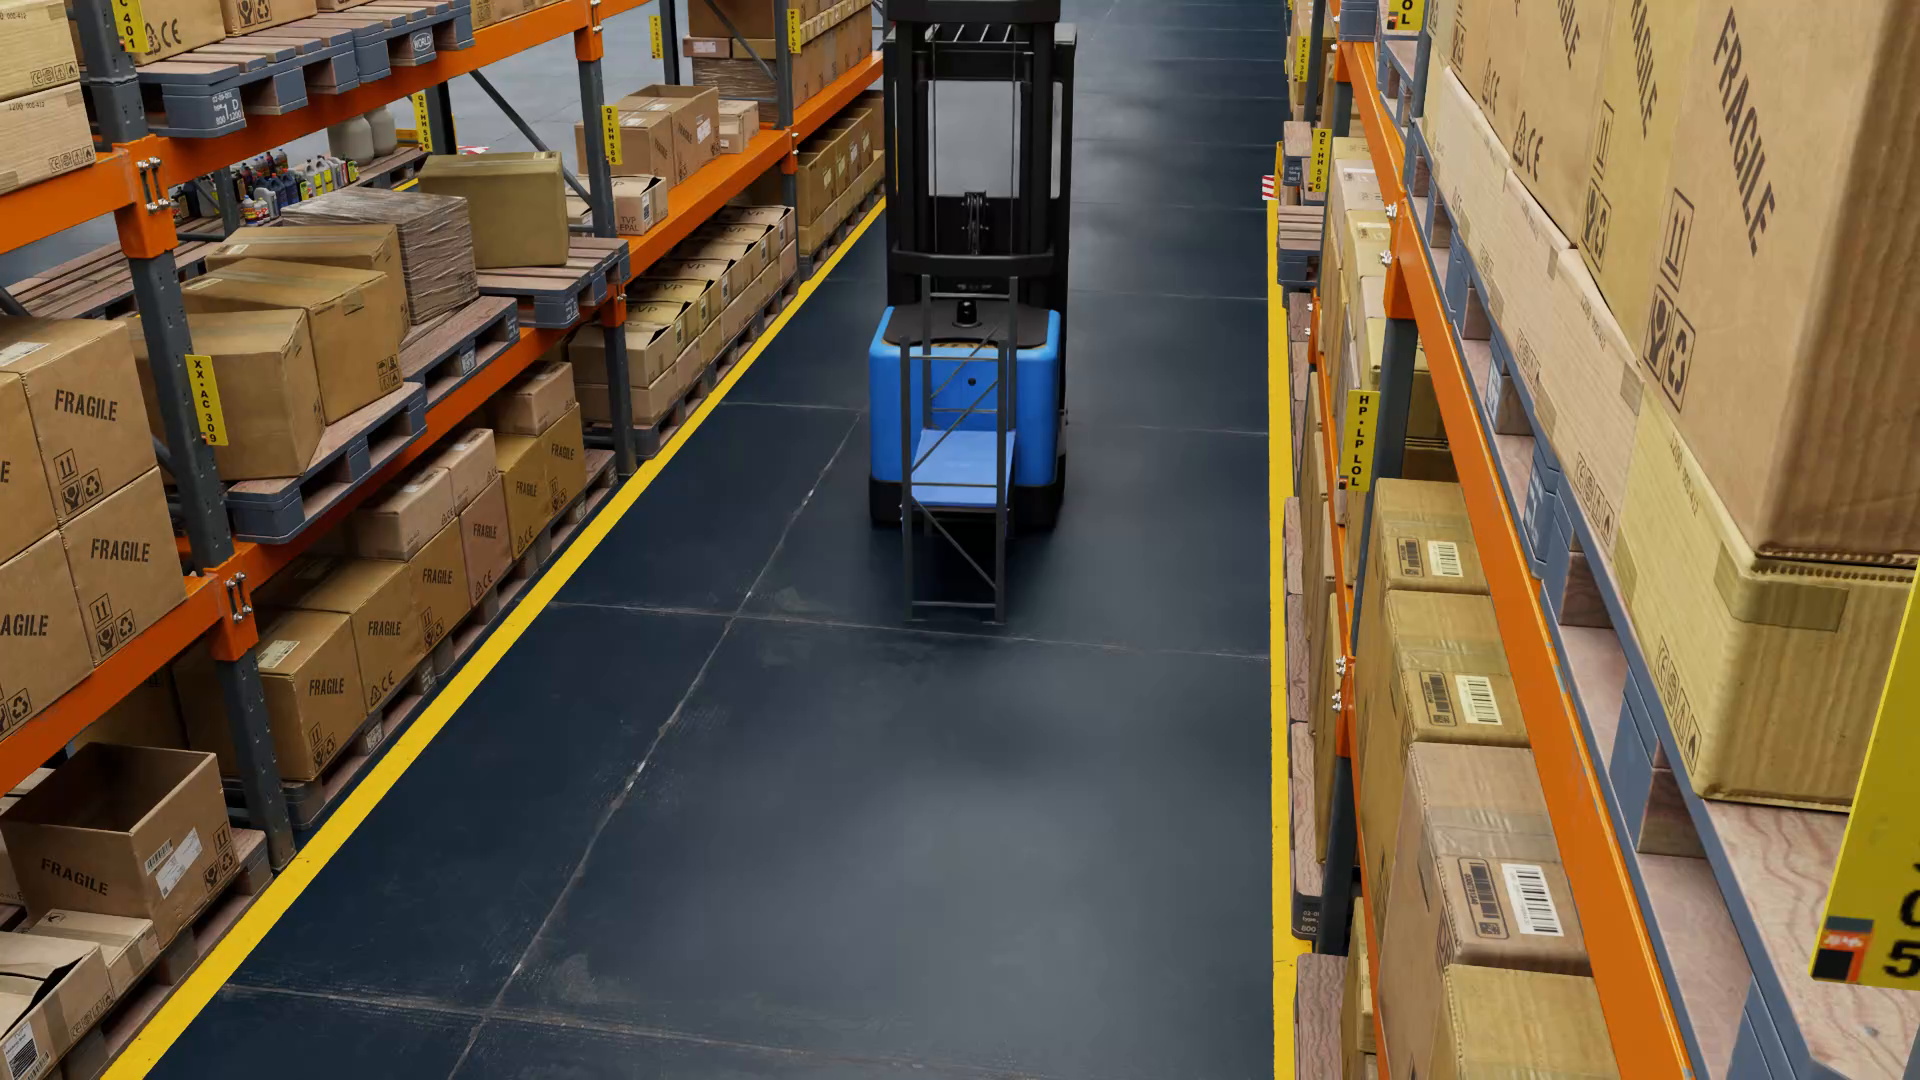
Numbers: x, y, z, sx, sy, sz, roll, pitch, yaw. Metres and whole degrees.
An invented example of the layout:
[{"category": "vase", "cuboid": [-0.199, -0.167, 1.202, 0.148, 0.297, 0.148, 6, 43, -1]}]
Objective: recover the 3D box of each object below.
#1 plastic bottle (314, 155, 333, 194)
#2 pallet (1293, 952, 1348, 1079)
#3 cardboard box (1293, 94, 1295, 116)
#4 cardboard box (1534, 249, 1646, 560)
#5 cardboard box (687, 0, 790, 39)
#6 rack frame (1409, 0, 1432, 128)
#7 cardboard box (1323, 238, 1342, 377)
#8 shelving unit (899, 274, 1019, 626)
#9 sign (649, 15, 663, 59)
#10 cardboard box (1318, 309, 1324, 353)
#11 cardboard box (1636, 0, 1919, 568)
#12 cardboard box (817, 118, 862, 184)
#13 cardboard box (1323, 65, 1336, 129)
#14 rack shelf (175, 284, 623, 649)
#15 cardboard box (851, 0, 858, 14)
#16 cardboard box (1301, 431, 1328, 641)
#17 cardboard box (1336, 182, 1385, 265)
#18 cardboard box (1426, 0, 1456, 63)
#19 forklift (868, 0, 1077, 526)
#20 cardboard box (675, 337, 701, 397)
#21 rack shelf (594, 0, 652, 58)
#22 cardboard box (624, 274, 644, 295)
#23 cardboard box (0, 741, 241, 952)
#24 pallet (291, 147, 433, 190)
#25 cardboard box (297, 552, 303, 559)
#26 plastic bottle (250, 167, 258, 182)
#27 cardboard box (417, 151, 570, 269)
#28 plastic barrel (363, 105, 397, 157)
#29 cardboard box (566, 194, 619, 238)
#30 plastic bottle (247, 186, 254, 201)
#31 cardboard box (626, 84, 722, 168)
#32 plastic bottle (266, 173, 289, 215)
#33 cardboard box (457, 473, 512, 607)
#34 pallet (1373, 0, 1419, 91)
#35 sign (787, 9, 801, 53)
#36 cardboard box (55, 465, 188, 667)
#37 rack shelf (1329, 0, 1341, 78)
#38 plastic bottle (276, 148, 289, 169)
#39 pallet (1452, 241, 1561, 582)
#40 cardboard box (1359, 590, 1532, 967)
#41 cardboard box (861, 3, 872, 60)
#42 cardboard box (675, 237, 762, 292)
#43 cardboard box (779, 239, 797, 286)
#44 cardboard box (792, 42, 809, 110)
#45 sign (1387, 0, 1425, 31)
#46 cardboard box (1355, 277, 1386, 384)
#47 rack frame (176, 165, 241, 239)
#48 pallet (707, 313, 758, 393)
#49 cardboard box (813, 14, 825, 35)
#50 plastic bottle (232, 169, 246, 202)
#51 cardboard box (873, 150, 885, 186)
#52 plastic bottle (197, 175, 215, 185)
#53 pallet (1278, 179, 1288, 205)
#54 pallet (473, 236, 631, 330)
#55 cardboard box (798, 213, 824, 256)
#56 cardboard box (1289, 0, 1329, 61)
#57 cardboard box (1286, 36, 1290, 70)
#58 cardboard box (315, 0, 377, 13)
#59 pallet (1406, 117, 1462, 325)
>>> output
[{"category": "plastic bottle", "cuboid": [-6.034, -3.454, 15.697, 0.144, 0.351, 0.185, 5, 26, 11]}, {"category": "pallet", "cuboid": [1.559, 1.796, 5.163, 1.003, 0.211, 1.213, 4, 25, 9]}, {"category": "cardboard box", "cuboid": [2.936, -3.493, 13.328, 0.500, 0.250, 0.500, 4, 25, 9]}, {"category": "cardboard box", "cuboid": [1.048, -0.175, 2.111, 0.500, 0.250, 0.500, 3, 25, 7]}, {"category": "cardboard box", "cuboid": [-1.754, -4.286, 13.219, 0.700, 0.500, 0.500, 4, 25, 9]}, {"category": "rack frame", "cuboid": [1.760, -2.496, 3.968, 1.000, 3.000, 0.127, 4, 25, 9]}, {"category": "cardboard box", "cuboid": [1.905, -1.030, 7.420, 0.500, 0.500, 0.500, 4, 25, 8]}, {"category": "shelving unit", "cuboid": [0.010, -0.478, 8.502, 0.538, 1.500, 1.048, 2, 25, 4]}, {"category": "sign", "cuboid": [-2.368, -3.933, 12.999, 0.100, 0.325, 0.005, 4, 25, 9]}, {"category": "cardboard box", "cuboid": [1.955, -1.016, 8.154, 0.380, 0.149, 0.250, 5, 26, 10]}, {"category": "cardboard box", "cuboid": [0.957, -0.297, 1.487, 0.500, 0.500, 0.500, 4, 25, 8]}, {"category": "cardboard box", "cuboid": [-1.192, -3.551, 15.162, 0.500, 0.500, 0.500, 4, 25, 9]}, {"category": "cardboard box", "cuboid": [2.852, -2.926, 11.326, 0.700, 0.500, 0.500, 7, 26, 14]}, {"category": "rack shelf", "cuboid": [-2.801, -0.632, 7.910, 1.077, 0.370, 4.000, 4, 25, 9]}, {"category": "cardboard box", "cuboid": [-1.167, -4.984, 15.477, 0.380, 0.149, 0.250, 4, 25, 9]}, {"category": "cardboard box", "cuboid": [2.015, -0.004, 7.761, 0.750, 0.750, 0.750, 4, 25, 8]}, {"category": "cardboard box", "cuboid": [1.920, -1.375, 7.272, 0.500, 0.250, 0.500, 4, 25, 9]}, {"category": "cardboard box", "cuboid": [1.367, -1.366, 3.771, 0.500, 0.500, 0.500, 4, 25, 8]}, {"category": "forklift", "cuboid": [0.125, -1.996, 10.056, 1.130, 2.935, 3.031, 2, 25, 4]}, {"category": "cardboard box", "cuboid": [-2.017, -1.148, 10.912, 0.500, 0.250, 0.500, 3, 25, 7]}, {"category": "rack shelf", "cuboid": [-2.147, -3.663, 10.848, 1.077, 0.370, 4.000, 4, 25, 9]}, {"category": "cardboard box", "cuboid": [-2.467, -1.658, 11.339, 0.500, 0.311, 0.500, 4, 25, 8]}, {"category": "cardboard box", "cuboid": [-2.941, 1.070, 5.856, 0.500, 0.500, 0.500, 4, 25, 9]}, {"category": "pallet", "cuboid": [-6.157, -3.847, 17.220, 1.003, 0.211, 1.213, 4, 25, 9]}, {"category": "cardboard box", "cuboid": [-3.158, 0.170, 7.778, 0.500, 0.500, 0.500, 4, 25, 9]}, {"category": "plastic bottle", "cuboid": [-6.745, -3.453, 15.871, 0.097, 0.201, 0.097, 0, 25, 0]}, {"category": "cardboard box", "cuboid": [-2.466, -1.758, 8.854, 0.700, 0.500, 0.500, -4, 25, -9]}, {"category": "plastic barrel", "cuboid": [-6.085, -4.267, 17.268, 0.421, 0.512, 0.421, 0, 25, 0]}, {"category": "cardboard box", "cuboid": [-2.371, -1.903, 9.881, 0.500, 0.311, 0.500, 6, 26, 12]}, {"category": "plastic bottle", "cuboid": [-6.301, -3.028, 14.865, 0.061, 0.283, 0.133, 4, 25, 9]}, {"category": "cardboard box", "cuboid": [-2.048, -2.972, 11.942, 0.500, 0.500, 0.500, 6, 26, 12]}, {"category": "plastic bottle", "cuboid": [-6.165, -3.120, 14.983, 0.144, 0.351, 0.185, 5, 25, 10]}, {"category": "cardboard box", "cuboid": [-2.560, -0.017, 8.178, 0.500, 0.500, 0.500, 3, 25, 7]}, {"category": "pallet", "cuboid": [2.181, -1.984, 6.635, 1.003, 0.211, 1.213, 5, 26, 11]}, {"category": "sign", "cuboid": [-1.283, -3.922, 12.818, 0.100, 0.325, 0.005, 4, 25, 9]}, {"category": "cardboard box", "cuboid": [-2.956, 0.061, 5.464, 0.500, 0.500, 0.500, 4, 25, 9]}, {"category": "rack shelf", "cuboid": [2.741, -3.321, 10.118, 1.077, 0.370, 4.000, 4, 25, 9]}, {"category": "plastic bottle", "cuboid": [-6.656, -3.711, 16.340, 0.097, 0.271, 0.097, 0, 25, 0]}, {"category": "pallet", "cuboid": [1.414, -0.247, 2.807, 1.003, 0.211, 1.213, 4, 25, 9]}, {"category": "cardboard box", "cuboid": [1.531, 0.616, 4.043, 0.980, 0.700, 0.700, 3, 25, 7]}, {"category": "cardboard box", "cuboid": [-1.255, -4.991, 16.256, 0.700, 0.500, 0.500, 4, 25, 9]}, {"category": "cardboard box", "cuboid": [-1.766, -2.050, 12.177, 0.500, 0.311, 0.500, 4, 25, 8]}, {"category": "cardboard box", "cuboid": [-1.602, -2.218, 13.199, 0.500, 0.250, 0.500, 4, 25, 8]}, {"category": "cardboard box", "cuboid": [-1.674, -3.919, 13.967, 0.700, 0.500, 0.500, 4, 25, 8]}, {"category": "sign", "cuboid": [1.223, -1.548, 4.499, 0.100, 0.325, 0.005, 4, 25, 9]}, {"category": "cardboard box", "cuboid": [1.677, -0.734, 5.903, 0.500, 0.250, 0.500, 5, 25, 10]}, {"category": "rack frame", "cuboid": [-6.706, -3.812, 13.855, 1.000, 3.000, 0.127, 4, 25, 9]}, {"category": "pallet", "cuboid": [-2.099, -1.381, 11.952, 1.003, 0.211, 1.213, 4, 25, 9]}, {"category": "cardboard box", "cuboid": [-1.379, -4.444, 14.323, 0.380, 0.149, 0.250, 3, 25, 7]}, {"category": "plastic bottle", "cuboid": [-6.696, -3.289, 15.423, 0.061, 0.283, 0.133, 4, 25, 9]}, {"category": "cardboard box", "cuboid": [-1.032, -3.630, 16.215, 0.500, 0.250, 0.500, 4, 25, 9]}, {"category": "plastic bottle", "cuboid": [-6.854, -3.181, 15.112, 0.144, 0.351, 0.185, 3, 25, 6]}, {"category": "pallet", "cuboid": [3.541, -3.166, 15.765, 1.003, 0.211, 1.213, 4, 25, 9]}, {"category": "pallet", "cuboid": [-2.515, -1.419, 8.969, 1.213, 0.211, 1.003, 4, 25, 9]}, {"category": "cardboard box", "cuboid": [-1.445, -2.585, 13.981, 0.500, 0.250, 0.500, 4, 25, 9]}, {"category": "cardboard box", "cuboid": [3.165, -4.478, 14.548, 0.500, 0.500, 0.500, 3, 25, 7]}, {"category": "cardboard box", "cuboid": [3.328, -4.557, 15.601, 0.500, 0.250, 0.500, 3, 25, 7]}, {"category": "cardboard box", "cuboid": [-2.757, -2.524, 6.834, 0.600, 0.600, 0.600, 3, 25, 6]}, {"category": "pallet", "cuboid": [1.616, -0.756, 3.893, 1.003, 0.211, 1.213, 4, 25, 9]}]
